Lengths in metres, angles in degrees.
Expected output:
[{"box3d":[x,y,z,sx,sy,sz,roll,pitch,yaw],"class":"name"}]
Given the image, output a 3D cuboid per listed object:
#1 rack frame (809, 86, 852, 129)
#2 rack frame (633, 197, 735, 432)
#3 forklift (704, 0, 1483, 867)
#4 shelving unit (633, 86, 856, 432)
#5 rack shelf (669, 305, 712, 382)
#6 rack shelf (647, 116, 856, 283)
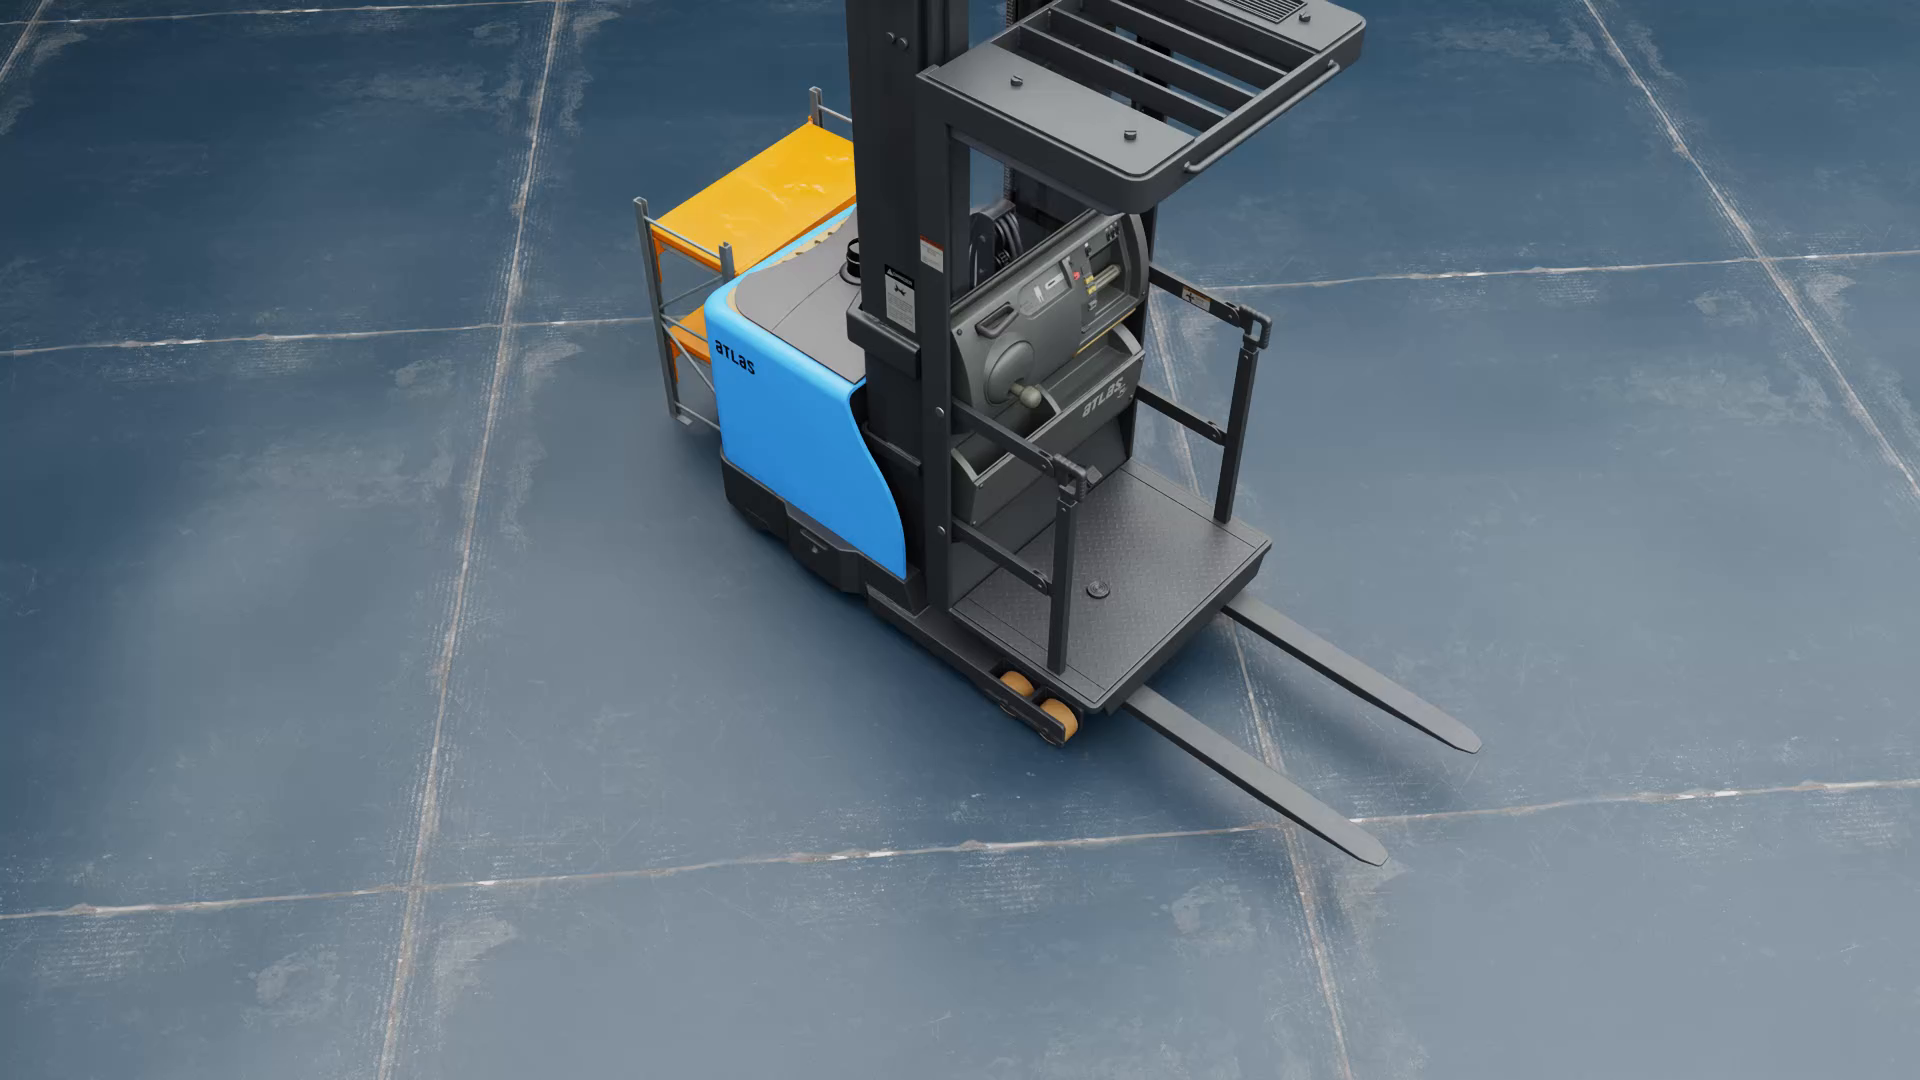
[{"box3d":[-0.431,-1.406,7.306,0.500,1.125,0.032,30,53,25],"class":"rack frame"},{"box3d":[-1.063,-0.828,6.759,0.500,1.125,0.032,30,53,25],"class":"rack frame"},{"box3d":[0.469,-0.702,5.396,3.031,2.935,1.130,33,55,27],"class":"forklift"},{"box3d":[-0.747,-1.117,7.033,0.538,1.125,1.048,30,53,25],"class":"shelving unit"},{"box3d":[-0.747,-0.948,7.210,0.538,0.278,1.000,30,53,25],"class":"rack shelf"},{"box3d":[-0.747,-1.318,6.820,0.538,0.278,1.000,30,53,25],"class":"rack shelf"}]
